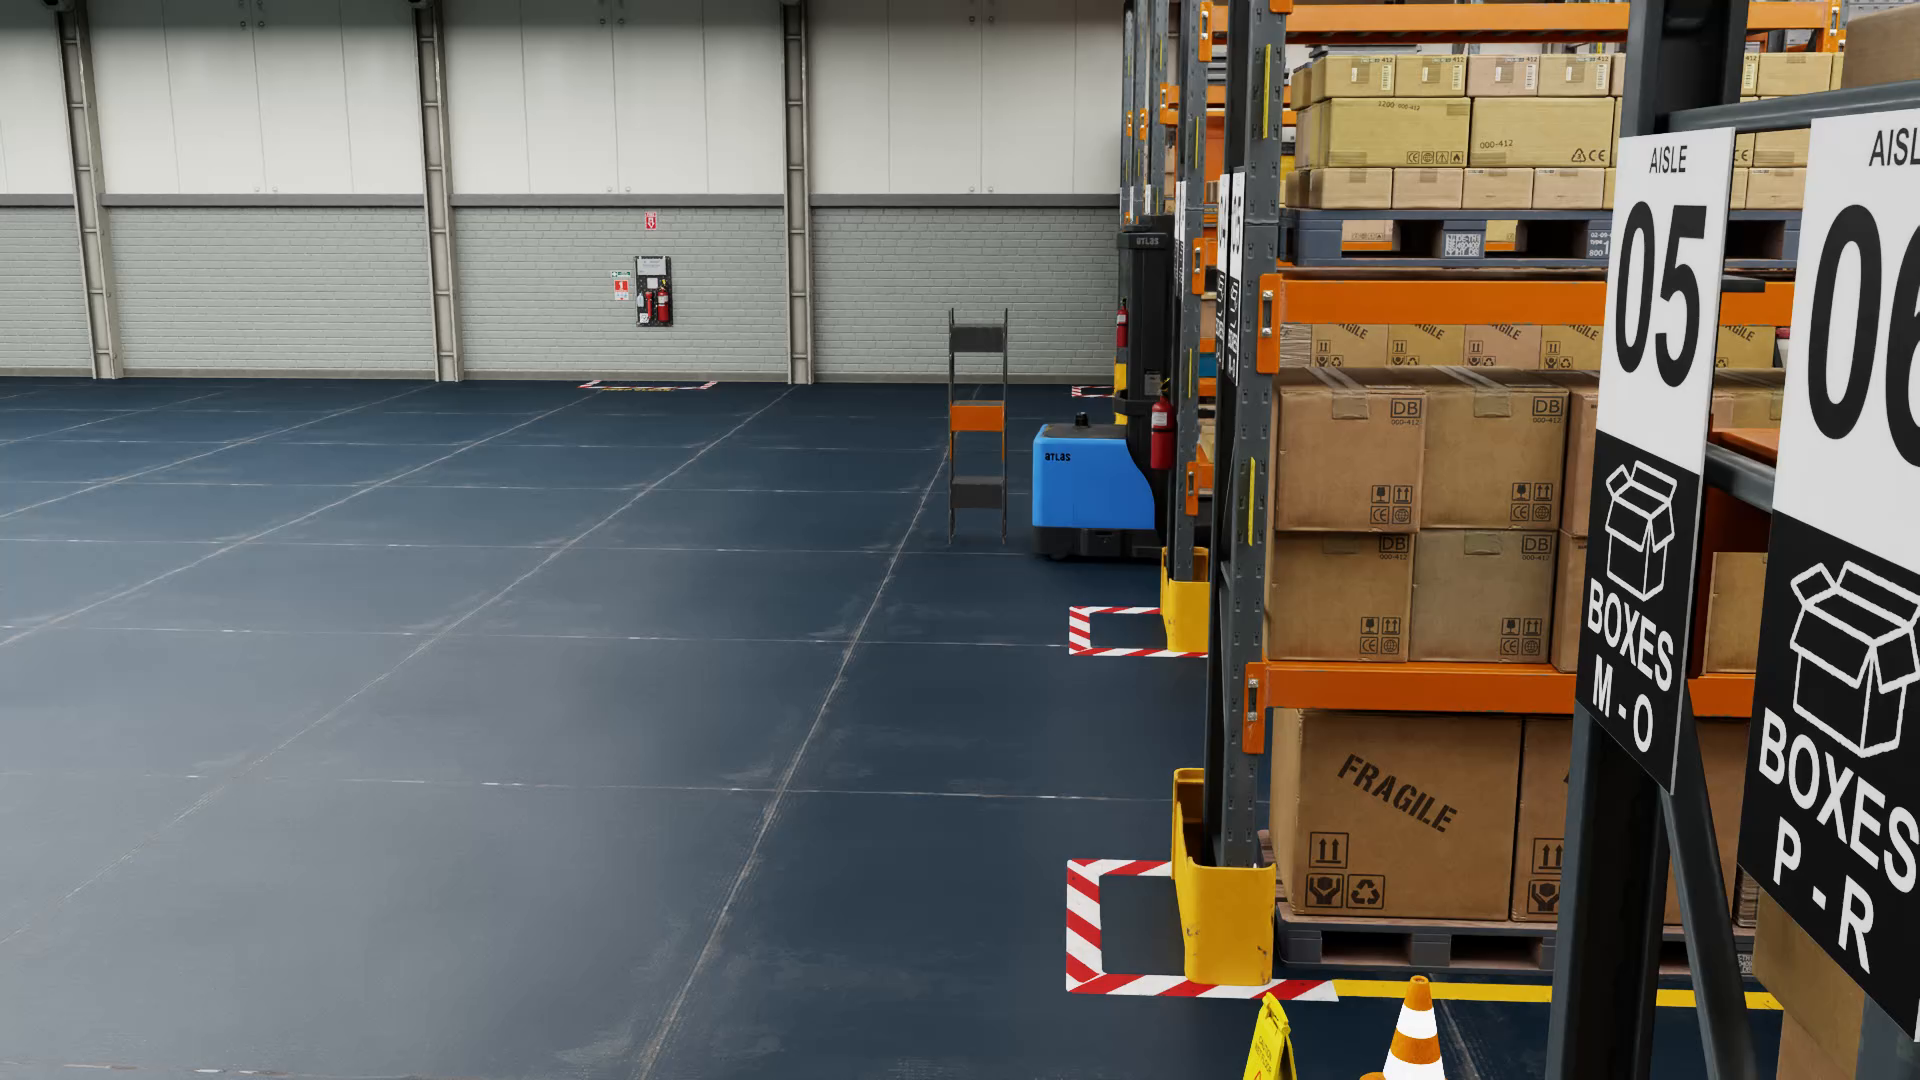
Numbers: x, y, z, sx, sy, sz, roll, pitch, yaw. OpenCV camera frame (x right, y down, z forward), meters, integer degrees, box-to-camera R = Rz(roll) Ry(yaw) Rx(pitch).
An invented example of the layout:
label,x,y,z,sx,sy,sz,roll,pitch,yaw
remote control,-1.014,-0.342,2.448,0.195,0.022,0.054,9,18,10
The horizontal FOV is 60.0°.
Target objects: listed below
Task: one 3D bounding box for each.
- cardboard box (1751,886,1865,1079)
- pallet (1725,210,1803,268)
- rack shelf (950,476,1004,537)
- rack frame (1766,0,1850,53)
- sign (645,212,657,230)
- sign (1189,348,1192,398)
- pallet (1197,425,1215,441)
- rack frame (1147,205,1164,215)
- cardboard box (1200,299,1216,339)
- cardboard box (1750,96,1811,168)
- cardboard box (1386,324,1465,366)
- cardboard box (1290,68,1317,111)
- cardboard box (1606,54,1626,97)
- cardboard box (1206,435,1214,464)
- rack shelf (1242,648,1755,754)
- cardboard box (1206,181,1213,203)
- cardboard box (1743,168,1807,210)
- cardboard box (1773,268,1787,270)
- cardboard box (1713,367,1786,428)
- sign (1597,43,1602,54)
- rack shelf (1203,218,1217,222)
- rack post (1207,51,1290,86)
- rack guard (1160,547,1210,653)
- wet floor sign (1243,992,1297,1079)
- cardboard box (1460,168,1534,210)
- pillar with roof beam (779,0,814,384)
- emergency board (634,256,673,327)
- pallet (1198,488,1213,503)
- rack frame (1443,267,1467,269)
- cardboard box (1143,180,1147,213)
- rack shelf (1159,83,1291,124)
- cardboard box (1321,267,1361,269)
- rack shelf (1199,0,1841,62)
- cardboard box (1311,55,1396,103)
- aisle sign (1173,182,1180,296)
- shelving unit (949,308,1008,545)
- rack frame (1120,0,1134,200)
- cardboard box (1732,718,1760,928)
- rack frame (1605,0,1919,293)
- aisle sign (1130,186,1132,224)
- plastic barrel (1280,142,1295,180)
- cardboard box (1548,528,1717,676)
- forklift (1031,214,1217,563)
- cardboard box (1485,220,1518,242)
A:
label,x,y,z,sx,sy,sz,roll,pitch,yaw
cardboard box,1.444,0.495,2.145,0.500,0.500,0.700,0,12,2
pallet,3.111,-1.197,6.536,1.213,0.211,1.003,1,12,4
rack shelf,0.165,-0.327,15.170,0.480,0.518,0.431,1,12,4
rack frame,5.573,-3.690,10.911,0.127,3.000,1.000,1,12,4
sign,-5.120,-5.290,27.550,0.199,0.298,0.001,1,12,4
sign,1.545,-1.121,11.168,0.005,0.325,0.100,1,12,4
pallet,3.013,-1.465,21.737,1.213,0.211,1.003,1,12,4
rack frame,1.913,-1.820,16.624,0.127,3.000,1.000,1,12,4
cardboard box,3.236,-2.865,21.378,0.500,0.500,0.700,1,12,5
cardboard box,3.124,-1.511,6.193,0.500,0.250,0.500,1,12,3
cardboard box,3.110,-1.414,11.270,0.500,0.500,0.500,1,12,4
cardboard box,1.508,-1.851,6.842,0.250,0.149,0.380,1,12,4
cardboard box,2.475,-1.702,6.133,0.250,0.149,0.380,1,12,3
cardboard box,1.850,-0.632,11.561,0.250,0.149,0.380,1,12,4
rack shelf,3.145,0.583,6.892,4.000,0.370,1.077,1,12,4
cardboard box,1.879,-2.458,11.741,0.250,0.149,0.380,1,12,4
cardboard box,2.983,-1.305,6.180,0.250,0.149,0.380,1,12,4
cardboard box,12.538,-4.228,25.284,0.500,0.250,0.500,1,12,3
cardboard box,3.159,-0.380,6.738,0.500,0.550,0.875,1,12,4
sign,5.856,-4.487,15.233,0.005,0.325,0.100,1,12,4
rack shelf,4.243,-3.920,21.097,4.000,0.370,1.077,1,12,4
rack post,2.658,-4.475,15.887,0.954,0.300,0.937,2,12,10
rack guard,1.657,0.417,12.038,0.348,0.500,1.175,1,12,4
wet floor sign,0.988,1.760,5.258,0.232,0.644,0.267,-1,12,-6
cardboard box,1.974,-1.319,6.246,0.250,0.149,0.380,1,12,4
pillar with roof beam,-2.943,-6.150,22.672,0.548,9.000,9.100,1,12,4
emergency board,-5.119,-4.135,27.690,0.643,1.169,0.194,1,12,4
pallet,2.802,-0.451,16.892,1.213,0.211,1.003,1,12,4
rack frame,6.238,-2.777,21.199,0.127,3.000,1.000,1,12,4
cardboard box,2.892,-5.315,25.714,0.500,0.500,0.500,1,12,5
rack shelf,3.908,-4.181,15.993,4.000,0.370,1.077,1,12,4
cardboard box,4.791,-3.479,21.144,0.500,0.500,0.700,1,12,4
rack shelf,3.577,-3.363,11.115,4.000,0.370,1.077,1,12,4
cardboard box,1.461,-1.717,6.200,0.250,0.149,0.380,1,12,4
aisle sign,1.540,-2.143,11.817,0.004,0.787,0.394,1,12,4
shelving unit,0.165,-1.025,15.024,0.503,2.100,0.431,1,12,4
rack frame,2.575,-6.780,25.685,0.127,3.000,1.000,1,12,4
cardboard box,3.618,1.059,7.027,0.875,0.875,0.875,1,12,4
rack frame,0.919,-1.720,1.494,0.127,3.000,1.000,1,12,4
aisle sign,2.201,-4.165,21.486,0.004,0.787,0.394,1,12,4
plastic barrel,3.058,-3.596,16.304,0.600,0.588,0.600,0,12,0
cardboard box,2.623,0.163,6.780,0.550,0.550,0.875,1,12,4
forklift,2.171,-1.312,14.363,3.031,2.935,1.130,2,12,7
cardboard box,3.574,-2.124,11.118,0.500,0.250,0.500,1,12,5
